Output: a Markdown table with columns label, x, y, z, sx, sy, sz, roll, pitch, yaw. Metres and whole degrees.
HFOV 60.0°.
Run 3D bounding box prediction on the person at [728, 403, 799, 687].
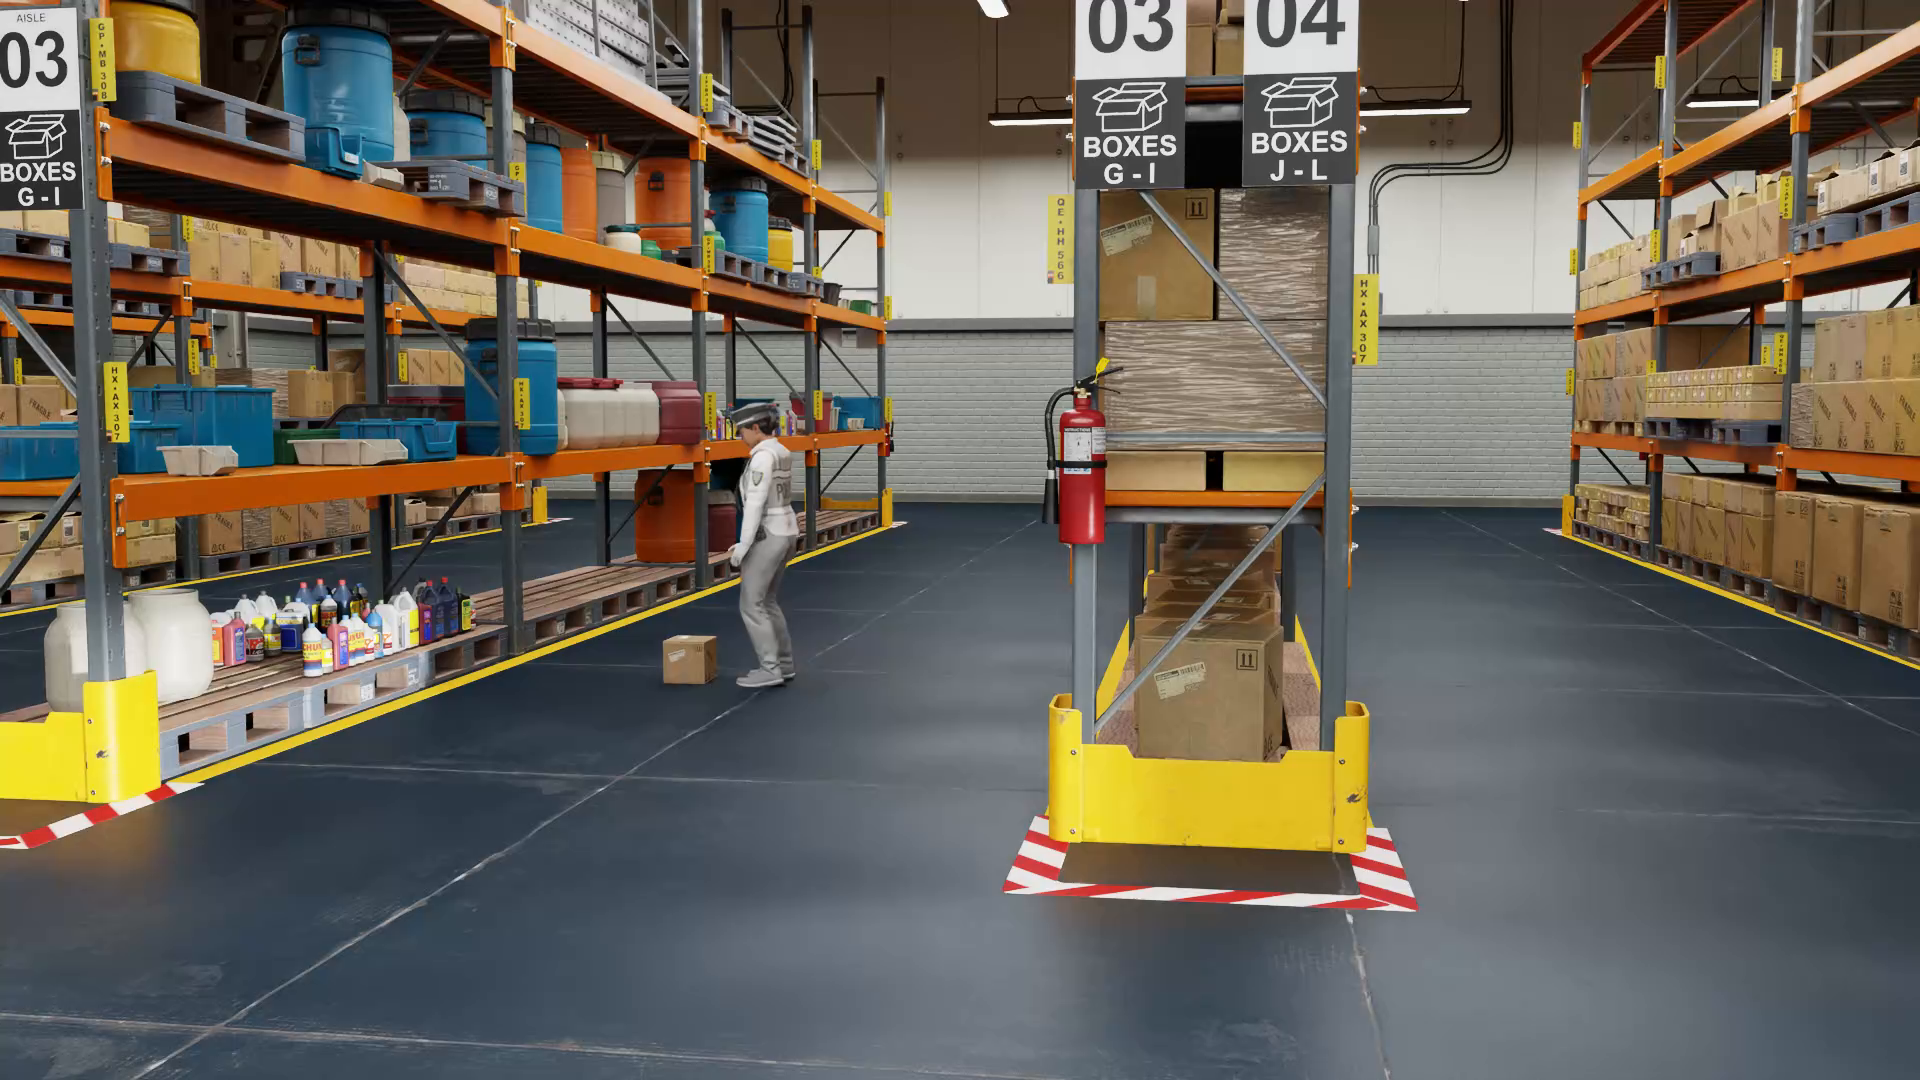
| label | x | y | z | sx | sy | sz | roll | pitch | yaw |
| --- | --- | --- | --- | --- | --- | --- | --- | --- | --- |
| person | -1.149 | 0.031 | 9.725 | 0.381 | 1.643 | 0.485 | 1 | 5 | 10 |
